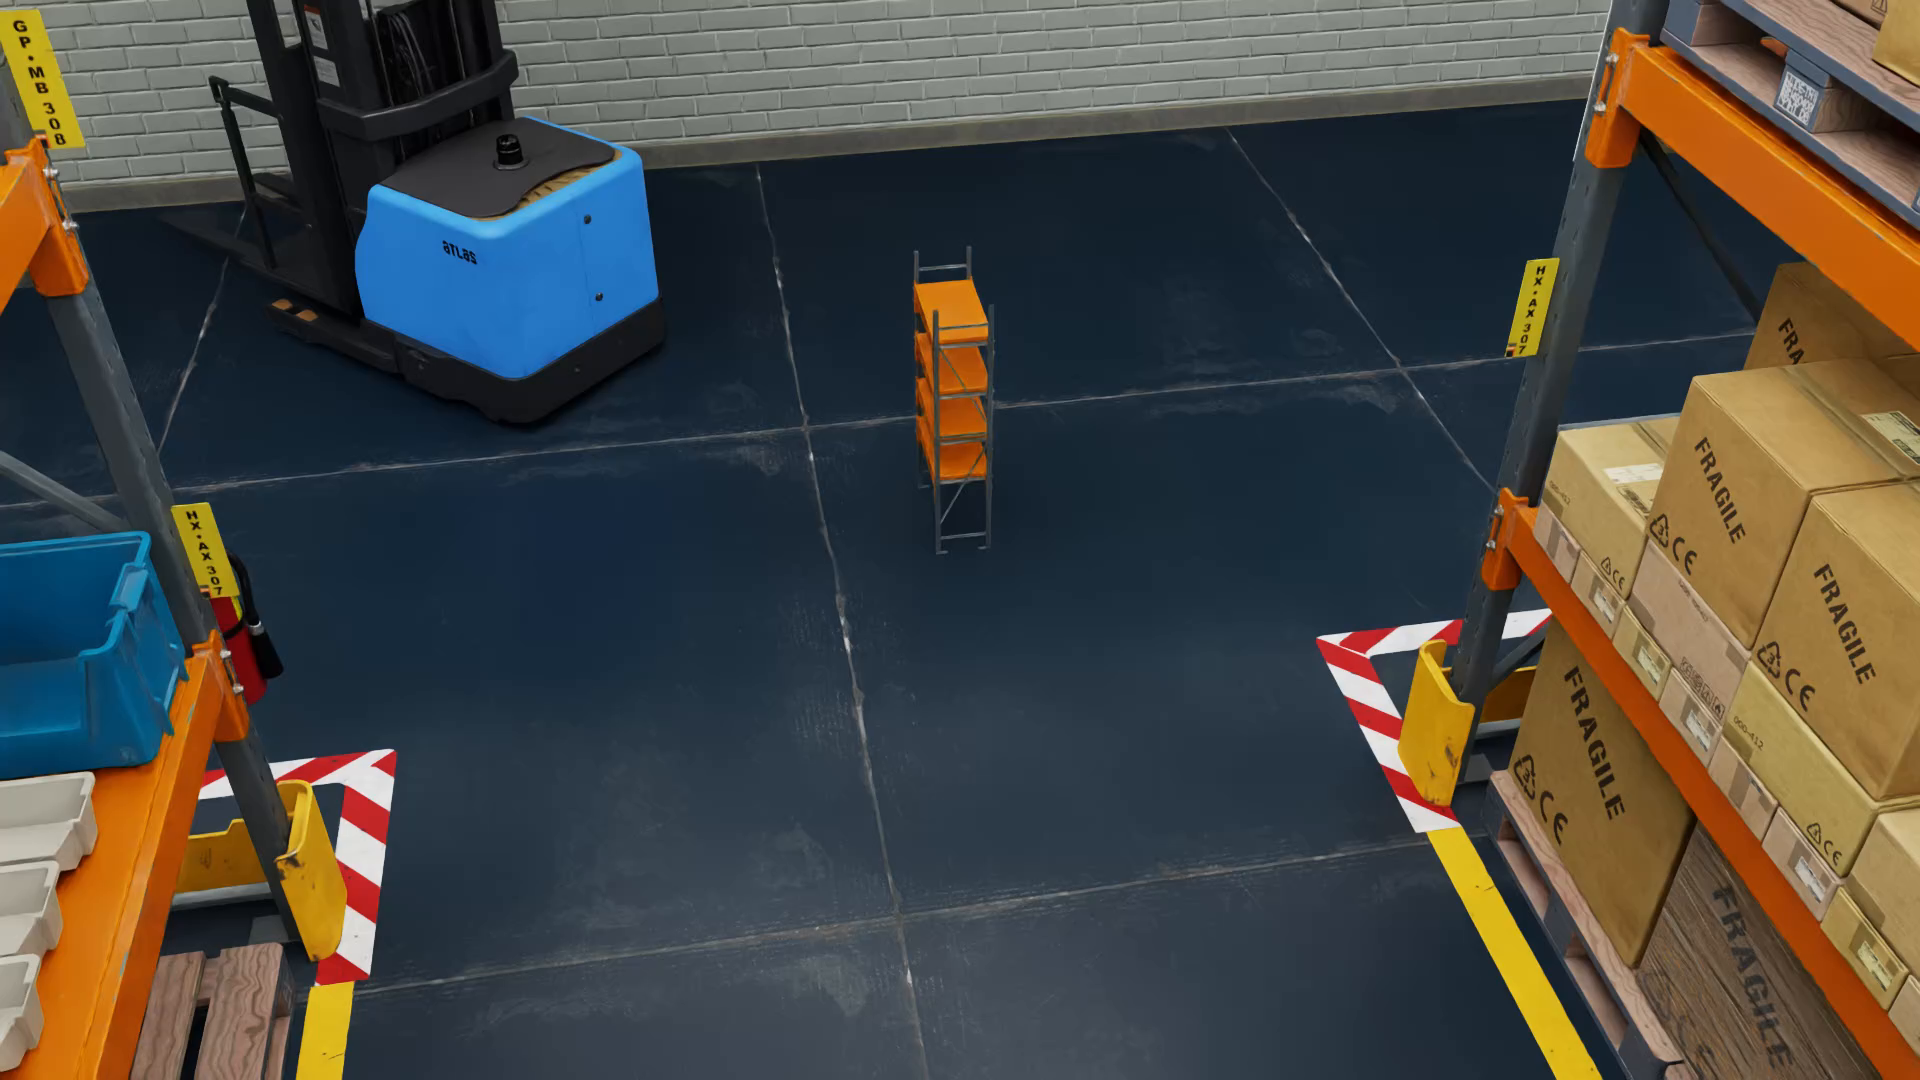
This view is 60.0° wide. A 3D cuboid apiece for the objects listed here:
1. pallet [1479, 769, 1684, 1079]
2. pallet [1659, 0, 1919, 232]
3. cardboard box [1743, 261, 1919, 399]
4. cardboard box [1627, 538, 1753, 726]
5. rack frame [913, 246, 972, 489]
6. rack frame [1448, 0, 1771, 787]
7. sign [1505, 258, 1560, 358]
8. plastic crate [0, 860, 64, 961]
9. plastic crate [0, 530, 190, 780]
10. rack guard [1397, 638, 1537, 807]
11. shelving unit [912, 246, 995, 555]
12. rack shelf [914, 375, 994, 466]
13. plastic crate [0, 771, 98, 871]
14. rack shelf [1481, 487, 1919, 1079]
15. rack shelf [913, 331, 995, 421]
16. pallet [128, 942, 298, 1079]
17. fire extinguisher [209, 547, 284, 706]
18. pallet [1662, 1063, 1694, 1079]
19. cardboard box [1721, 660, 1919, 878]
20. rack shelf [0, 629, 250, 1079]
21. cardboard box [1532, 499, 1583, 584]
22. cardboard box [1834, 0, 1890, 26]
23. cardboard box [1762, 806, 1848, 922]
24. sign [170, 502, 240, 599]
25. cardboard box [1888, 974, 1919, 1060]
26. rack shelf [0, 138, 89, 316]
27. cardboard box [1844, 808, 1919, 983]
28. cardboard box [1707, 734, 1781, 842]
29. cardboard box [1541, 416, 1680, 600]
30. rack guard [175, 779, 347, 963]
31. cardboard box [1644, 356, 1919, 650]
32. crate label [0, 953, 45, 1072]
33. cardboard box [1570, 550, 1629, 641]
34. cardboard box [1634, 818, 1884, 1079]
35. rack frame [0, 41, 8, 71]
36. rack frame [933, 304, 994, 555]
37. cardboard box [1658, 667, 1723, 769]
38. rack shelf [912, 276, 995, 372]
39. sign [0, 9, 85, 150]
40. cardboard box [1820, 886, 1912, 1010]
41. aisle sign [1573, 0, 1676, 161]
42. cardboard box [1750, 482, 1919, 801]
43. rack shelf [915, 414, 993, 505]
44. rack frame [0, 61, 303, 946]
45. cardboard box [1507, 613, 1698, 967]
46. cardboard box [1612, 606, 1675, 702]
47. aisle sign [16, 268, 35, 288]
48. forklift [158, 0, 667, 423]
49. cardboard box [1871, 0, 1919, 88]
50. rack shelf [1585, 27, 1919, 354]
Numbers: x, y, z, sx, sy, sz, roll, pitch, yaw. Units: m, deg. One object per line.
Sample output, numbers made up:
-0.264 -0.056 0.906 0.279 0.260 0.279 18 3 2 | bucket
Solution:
2.455 1.209 5.522 1.003 0.211 1.213 -6 38 -8 | pallet
2.378 -1.070 3.809 1.003 0.211 1.213 -6 38 -8 | pallet
2.582 -0.455 4.660 0.500 0.500 0.500 -6 38 -7 | cardboard box
2.154 0.207 4.418 0.500 0.250 0.500 -7 38 -9 | cardboard box
-0.072 -0.721 7.200 0.240 1.200 0.015 -6 38 -8 | rack frame
2.238 -0.367 5.277 1.000 3.000 0.127 -6 38 -8 | rack frame
1.691 -0.684 4.915 0.100 0.325 0.005 -6 38 -8 | sign
-2.280 0.896 3.818 0.396 0.136 0.243 -6 38 -8 | plastic crate
-2.396 0.310 4.328 0.616 0.435 0.499 -6 38 -8 | plastic crate
2.234 0.606 6.063 1.175 0.500 0.348 -6 38 -8 | rack guard
-0.029 -0.574 7.011 0.258 1.200 0.503 -6 38 -8 | shelving unit
-0.029 -0.521 7.052 0.258 0.148 0.480 -6 38 -8 | rack shelf
-2.317 0.719 4.045 0.396 0.136 0.243 -6 38 -8 | plastic crate
2.589 1.125 3.943 1.077 0.370 4.000 -6 38 -8 | rack shelf
-0.029 -0.697 6.915 0.258 0.148 0.480 -6 38 -8 | rack shelf
-2.532 1.769 4.801 1.003 0.211 1.213 -6 38 -8 | pallet
-2.217 0.204 4.910 0.296 0.674 0.183 -6 38 -8 | fire extinguisher
2.666 1.944 4.576 1.003 0.211 1.213 -6 38 -8 | pallet
2.239 0.511 4.027 0.500 0.250 0.500 -7 38 -9 | cardboard box
-2.288 1.658 3.257 1.077 0.370 4.000 -6 38 -8 | rack shelf
1.975 -0.018 5.033 0.380 0.149 0.250 -6 38 -7 | cardboard box
2.382 -1.488 3.770 0.700 0.500 0.500 -8 39 -11 | cardboard box
2.203 0.759 4.033 0.380 0.149 0.250 -7 38 -8 | cardboard box
-2.100 0.032 4.630 0.100 0.325 0.005 -6 38 -8 | sign
2.294 1.069 3.633 0.380 0.149 0.250 -6 38 -7 | cardboard box
-2.288 0.473 2.337 1.077 0.370 4.000 -6 38 -8 | rack shelf
2.335 0.826 3.622 0.500 0.250 0.500 -7 38 -9 | cardboard box
2.157 0.603 4.234 0.380 0.149 0.250 -7 38 -9 | cardboard box
2.056 -0.106 4.822 0.500 0.250 0.500 -7 38 -9 | cardboard box
-2.655 1.140 5.375 1.175 0.500 0.348 -6 38 -8 | rack guard
2.144 -0.100 4.203 0.500 0.500 0.500 -7 38 -9 | cardboard box
-2.208 1.061 3.605 0.396 0.136 0.243 -6 38 -8 | crate label
2.022 0.137 4.833 0.380 0.149 0.250 -7 38 -9 | cardboard box
2.589 1.234 4.606 0.875 0.875 0.875 -6 38 -8 | cardboard box
-2.638 -2.203 2.751 1.000 3.000 0.127 -6 38 -8 | rack frame
0.014 -0.426 6.821 0.240 1.200 0.015 -6 38 -8 | rack frame
2.114 0.449 4.432 0.380 0.149 0.250 -7 38 -9 | cardboard box
-0.029 -0.884 6.770 0.258 0.148 0.480 -6 38 -8 | rack shelf
-2.100 -1.046 3.792 0.100 0.325 0.005 -6 38 -8 | sign
2.246 0.911 3.837 0.380 0.149 0.250 -7 38 -9 | cardboard box
1.930 -1.405 4.494 0.394 0.787 0.004 -6 38 -8 | aisle sign
2.241 0.212 3.801 0.500 0.500 0.500 -7 38 -9 | cardboard box
-0.029 -0.364 7.174 0.258 0.148 0.480 -6 38 -8 | rack shelf
-2.638 0.166 4.592 1.000 3.000 0.127 -6 38 -8 | rack frame
2.429 0.684 5.314 0.875 0.875 0.875 -6 38 -8 | cardboard box
2.067 0.292 4.634 0.380 0.149 0.250 -7 38 -9 | cardboard box
-2.362 -0.936 3.891 0.394 0.787 0.004 -6 38 -8 | aisle sign
-2.997 -2.415 7.969 3.031 2.935 1.130 23 43 26 | forklift
2.362 -1.135 3.316 0.700 0.500 0.500 -8 38 -10 | cardboard box
2.589 -0.059 3.023 1.077 0.370 4.000 -6 38 -8 | rack shelf
